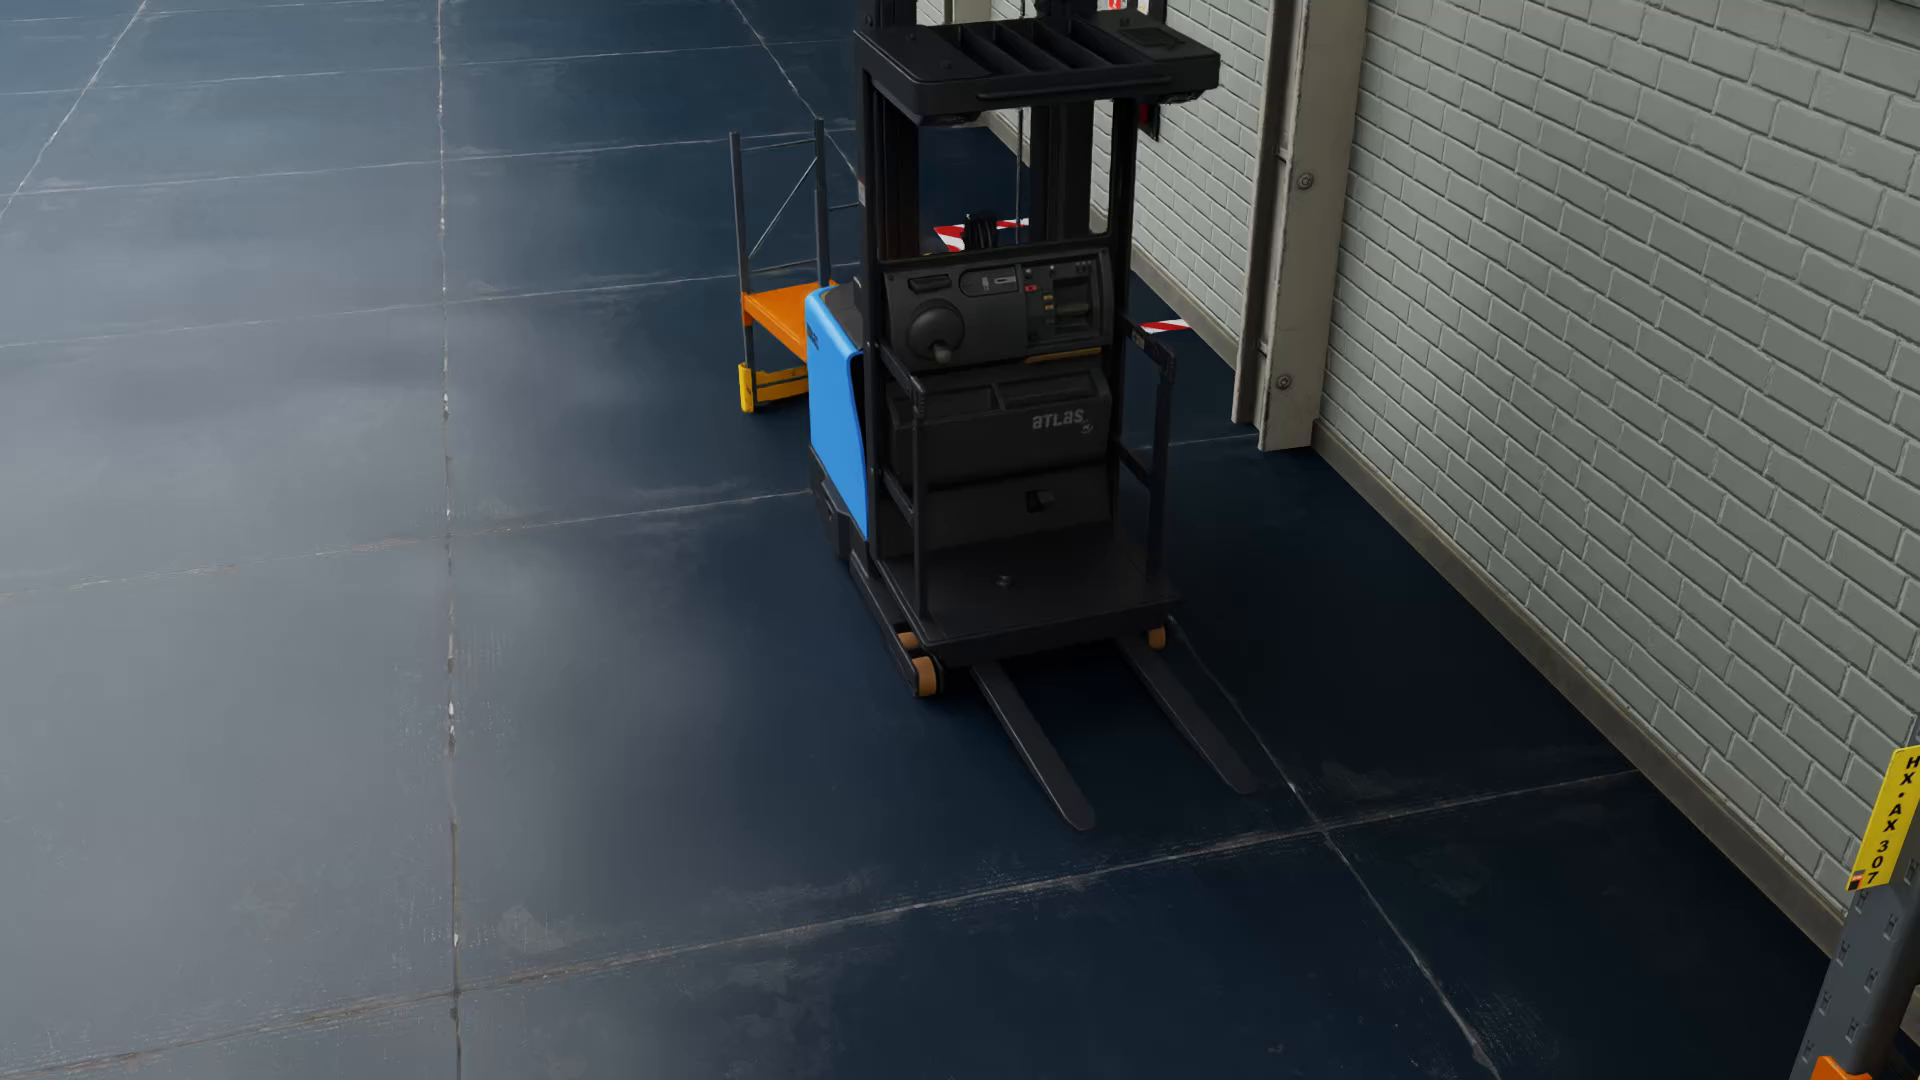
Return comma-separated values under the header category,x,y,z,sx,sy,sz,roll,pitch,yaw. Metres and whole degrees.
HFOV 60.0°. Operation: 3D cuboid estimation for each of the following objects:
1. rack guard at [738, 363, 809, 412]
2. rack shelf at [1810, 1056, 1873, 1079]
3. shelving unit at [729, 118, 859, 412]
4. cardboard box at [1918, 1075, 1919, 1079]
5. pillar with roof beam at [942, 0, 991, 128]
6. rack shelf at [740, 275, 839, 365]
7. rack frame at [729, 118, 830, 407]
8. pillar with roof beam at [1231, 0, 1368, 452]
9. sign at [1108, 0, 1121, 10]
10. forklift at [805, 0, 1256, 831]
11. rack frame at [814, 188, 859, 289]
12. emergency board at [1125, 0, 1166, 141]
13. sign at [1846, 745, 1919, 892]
category,x,y,z,sx,sy,sz,roll,pitch,yaw
rack guard,-0.911,-0.882,9.024,0.587,0.250,0.087,-15,33,-25
rack shelf,2.748,2.085,1.872,1.077,0.370,4.000,-8,31,-13
shelving unit,-0.671,-1.204,8.333,0.587,1.500,1.083,-15,33,-25
cardboard box,2.041,1.141,2.913,0.500,0.250,0.500,-9,31,-15
pillar with roof beam,-4.098,-6.789,10.497,9.100,9.000,0.400,-8,31,-13
rack shelf,-0.676,-1.052,8.430,0.538,0.185,1.000,-15,33,-25
rack frame,-0.920,-1.431,8.726,0.500,1.500,0.032,-15,33,-25
pillar with roof beam,-2.506,-3.892,5.490,9.100,9.000,0.400,-8,31,-13
sign,0.978,-3.362,10.529,0.001,0.329,0.234,-8,31,-13
forklift,0.231,-0.867,6.322,1.130,2.935,3.031,-10,31,-16
rack frame,-0.431,-0.985,7.954,0.500,1.500,0.032,-15,33,-25
emergency board,1.026,-3.066,10.053,0.194,1.169,0.643,-8,31,-13
sign,1.694,0.505,3.019,0.100,0.325,0.005,-8,31,-13
